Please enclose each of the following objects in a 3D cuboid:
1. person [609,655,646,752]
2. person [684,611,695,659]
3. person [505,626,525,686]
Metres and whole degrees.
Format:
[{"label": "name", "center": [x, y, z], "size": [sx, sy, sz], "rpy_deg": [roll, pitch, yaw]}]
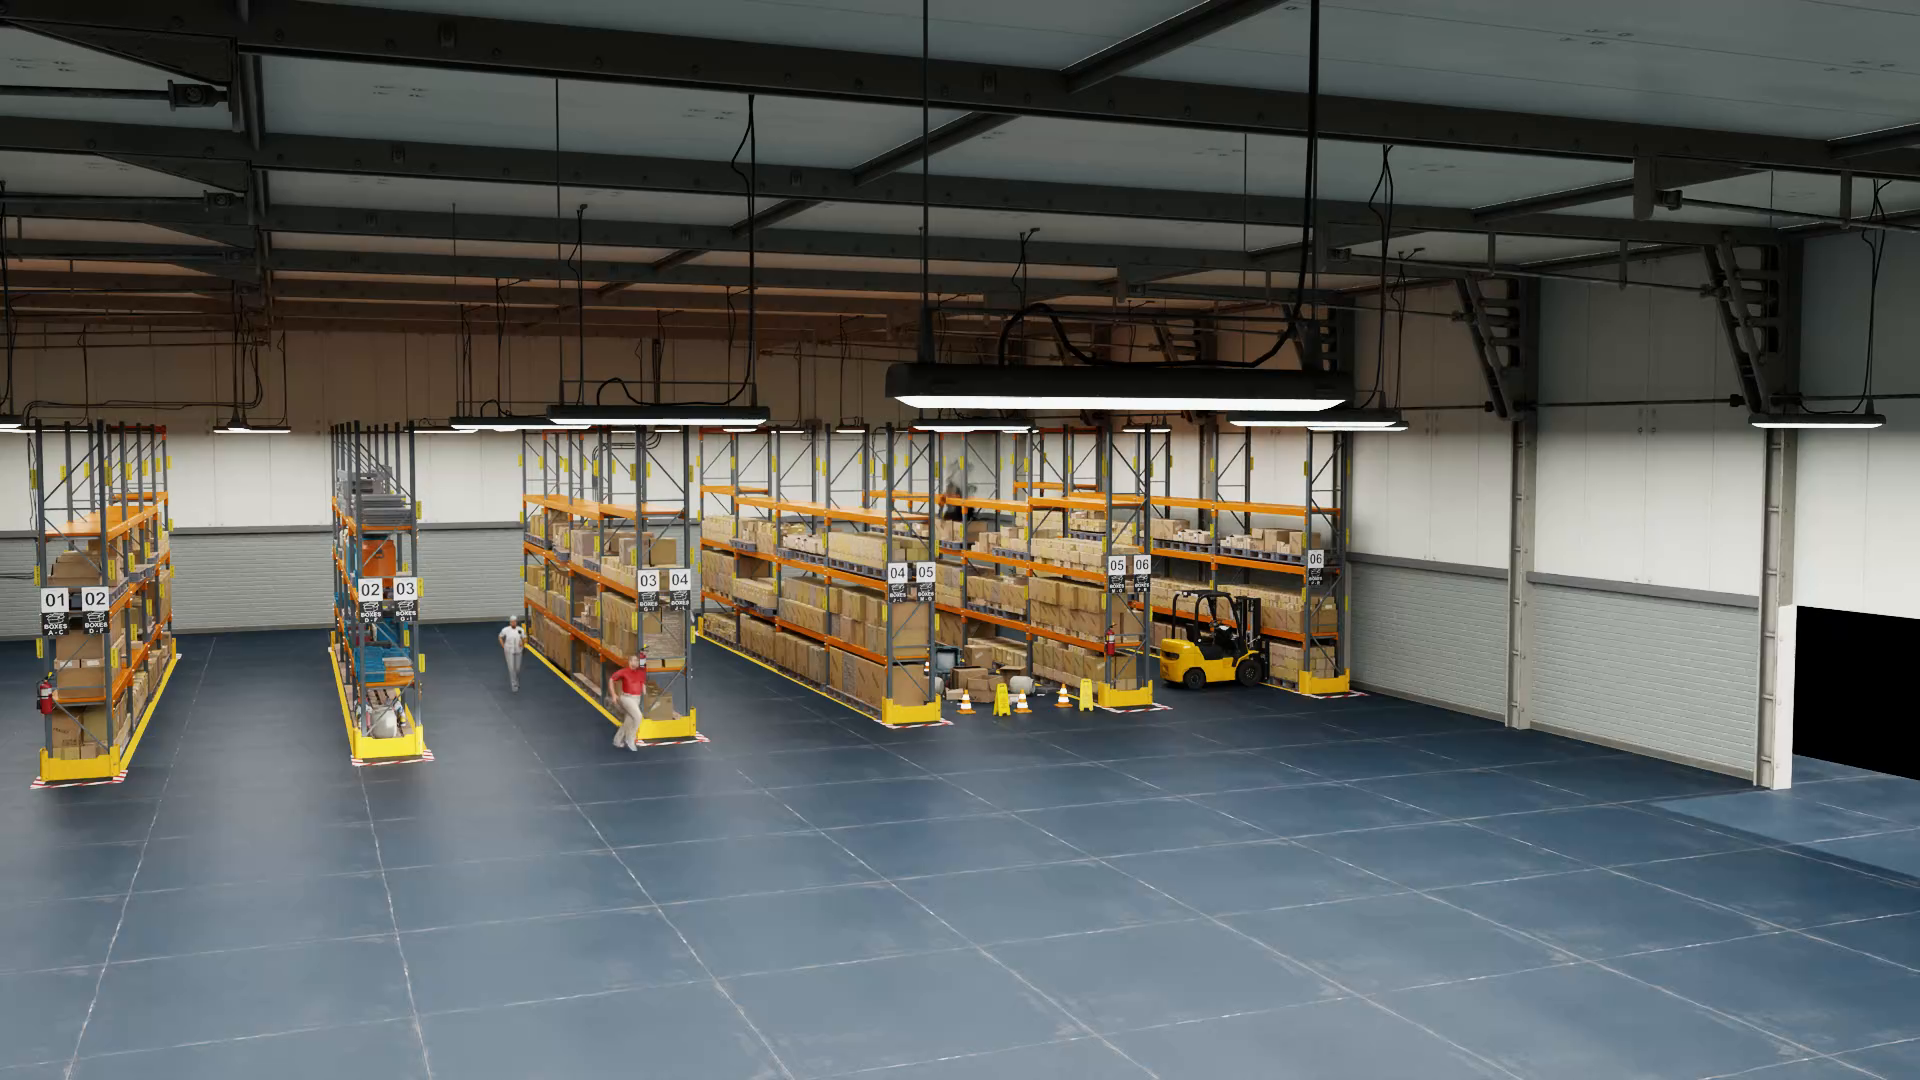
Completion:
[{"label": "person", "center": [-6.011, 2.970, 30.450], "size": [0.652, 1.700, 0.658], "rpy_deg": [2, 4, 30]}, {"label": "person", "center": [-7.066, 2.357, 42.502], "size": [0.551, 1.293, 0.779], "rpy_deg": [-1, 4, -21]}, {"label": "person", "center": [-10.077, 2.615, 37.567], "size": [0.453, 1.367, 0.656], "rpy_deg": [-2, 4, -26]}]
